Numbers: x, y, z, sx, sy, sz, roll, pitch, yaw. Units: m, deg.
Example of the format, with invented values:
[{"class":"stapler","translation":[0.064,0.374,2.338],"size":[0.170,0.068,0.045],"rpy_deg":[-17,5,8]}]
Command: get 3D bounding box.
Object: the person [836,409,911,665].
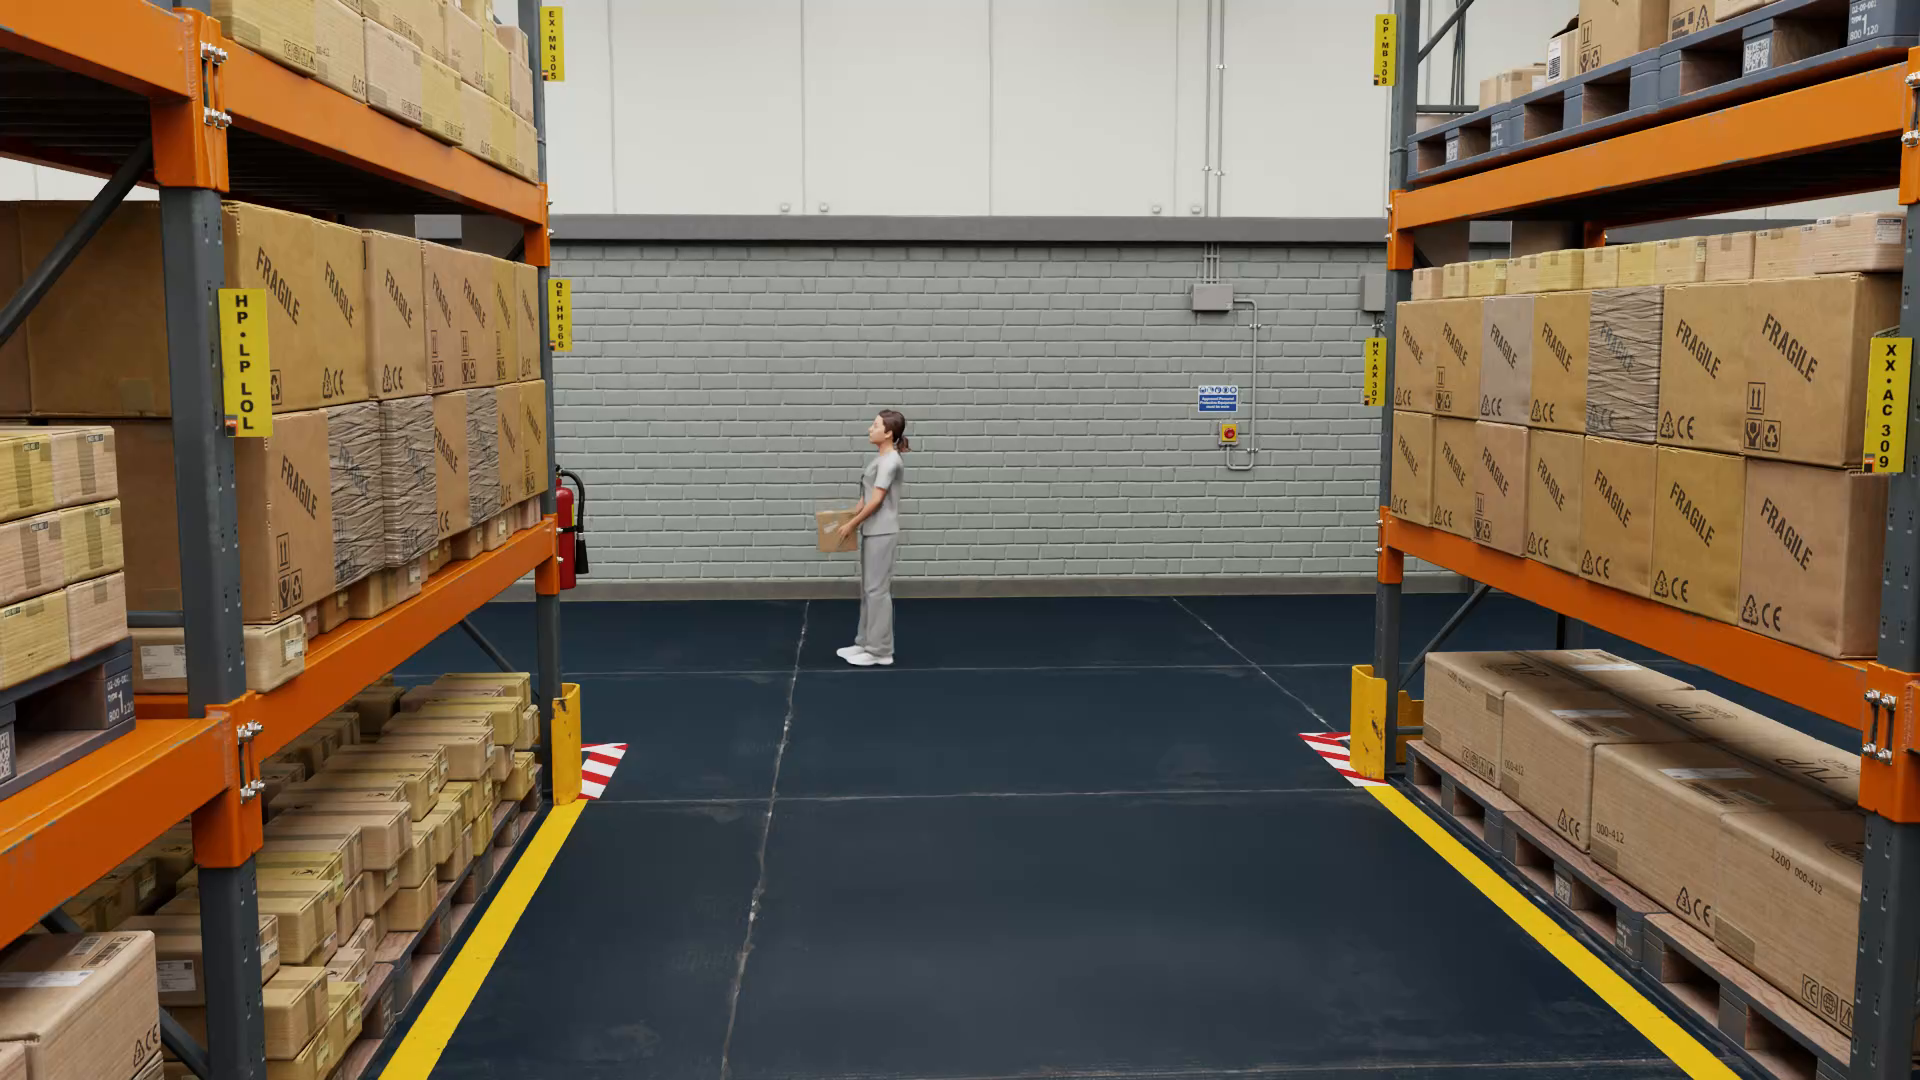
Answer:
[{"class":"person","translation":[-0.567,-0.019,10.902],"size":[0.497,1.677,0.480],"rpy_deg":[-1,7,-5]}]
